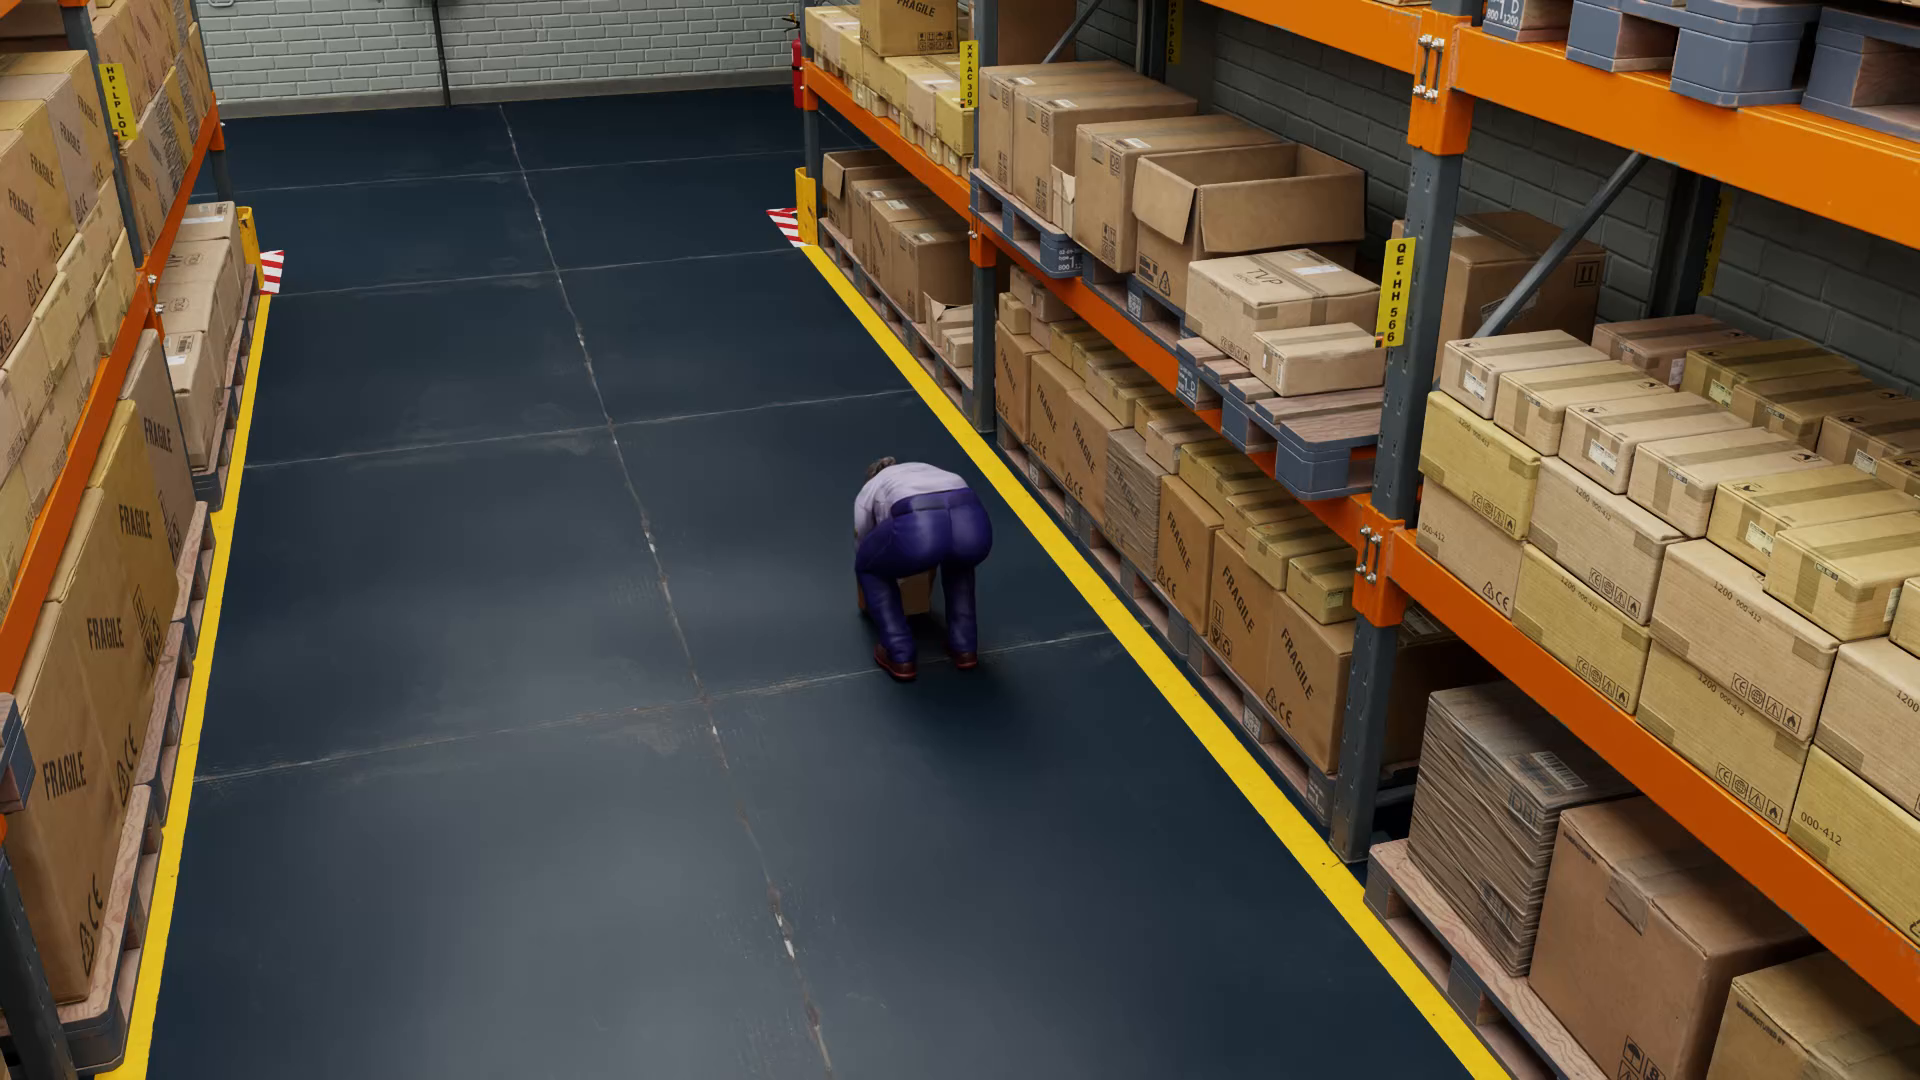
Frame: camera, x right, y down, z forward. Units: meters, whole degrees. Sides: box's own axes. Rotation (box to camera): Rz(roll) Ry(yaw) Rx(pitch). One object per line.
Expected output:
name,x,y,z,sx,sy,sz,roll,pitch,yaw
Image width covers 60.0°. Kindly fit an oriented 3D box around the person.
person,-0.133,-0.228,6.578,0.530,1.654,0.336,-9,28,-18
